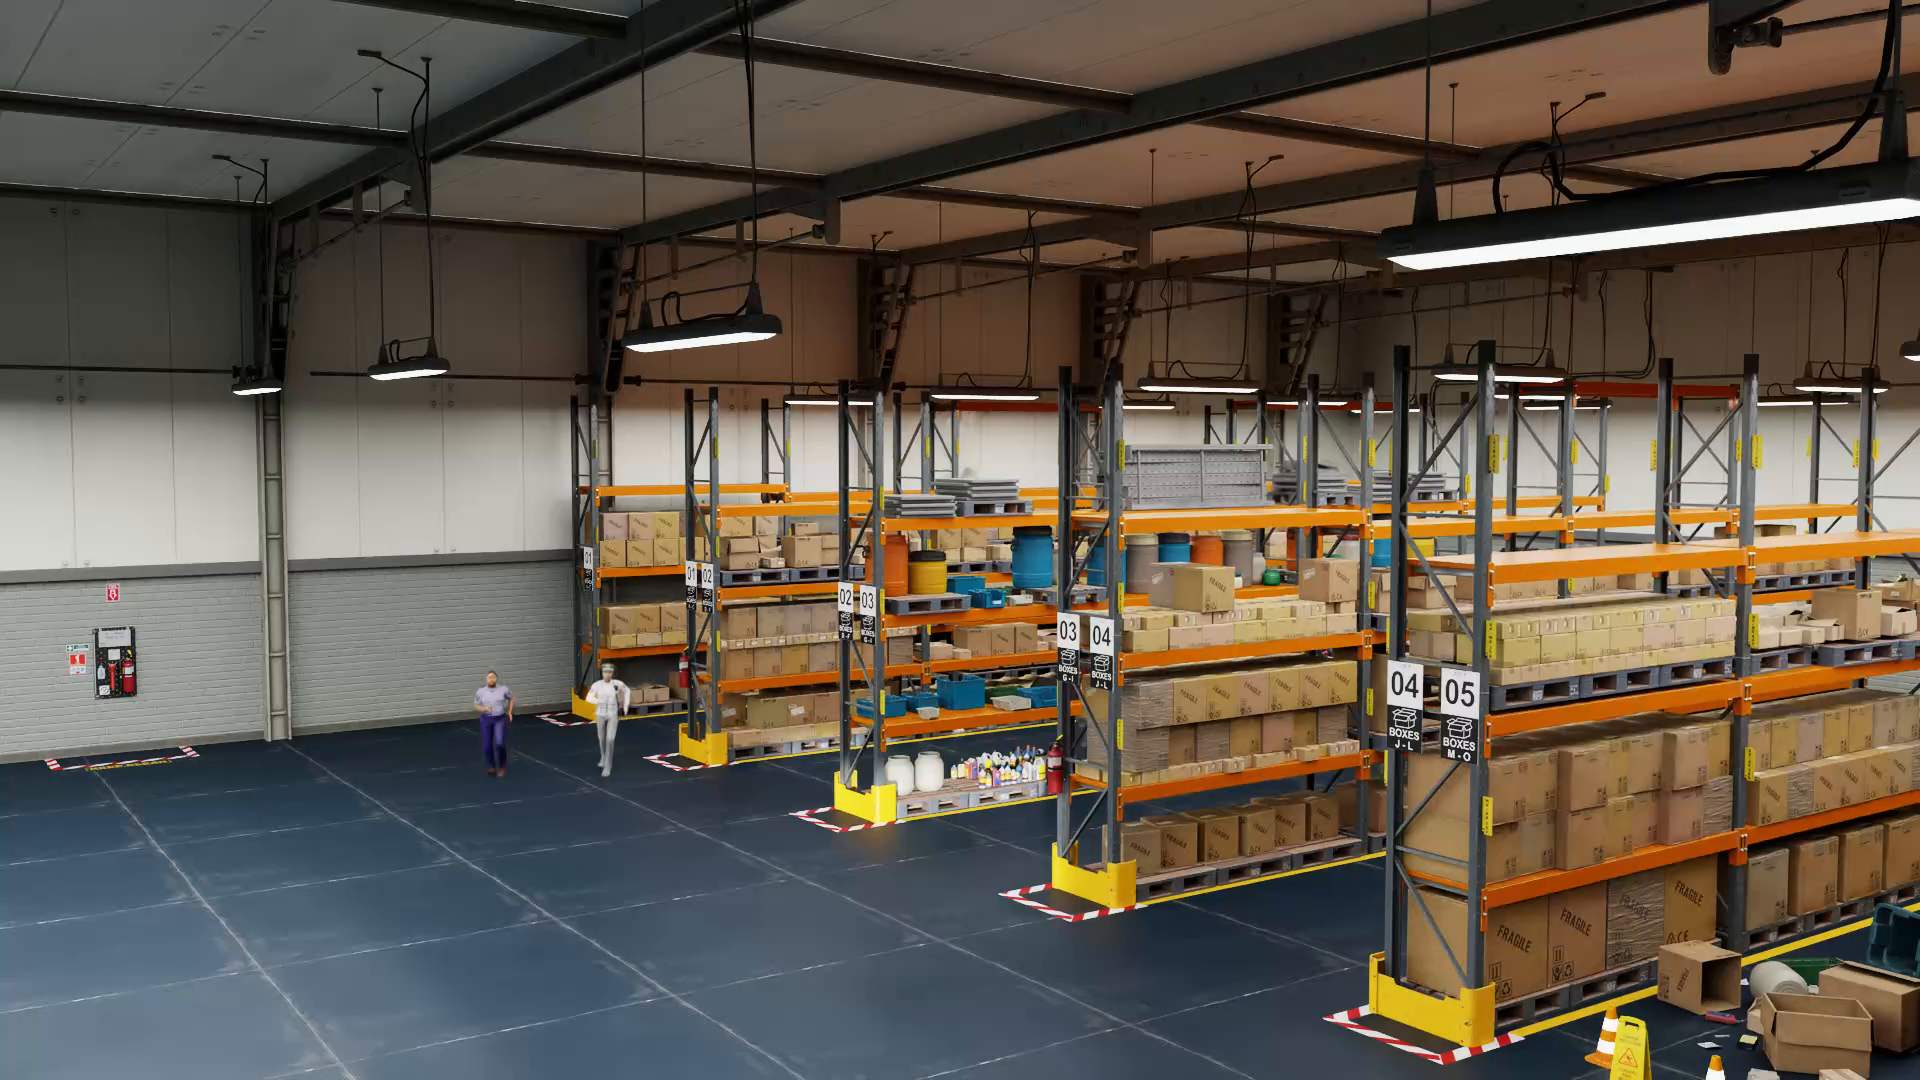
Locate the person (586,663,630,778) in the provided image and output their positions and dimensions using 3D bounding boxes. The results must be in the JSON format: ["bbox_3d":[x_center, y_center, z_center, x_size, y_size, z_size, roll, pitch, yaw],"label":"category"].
[{"bbox_3d":[-5.465,2.759,25.825,0.624,1.733,0.824,0,3,-3],"label":"person"}]

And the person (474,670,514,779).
[{"bbox_3d":[-7.126,2.820,25.419,0.579,1.656,0.678,-1,3,-10],"label":"person"}]

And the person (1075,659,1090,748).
[{"bbox_3d":[2.167,2.601,27.872,0.680,1.810,0.636,-3,5,-43],"label":"person"}]

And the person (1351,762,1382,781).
[{"bbox_3d":[6.125,2.790,24.957,0.983,1.779,0.686,-3,5,-44],"label":"person"}]
